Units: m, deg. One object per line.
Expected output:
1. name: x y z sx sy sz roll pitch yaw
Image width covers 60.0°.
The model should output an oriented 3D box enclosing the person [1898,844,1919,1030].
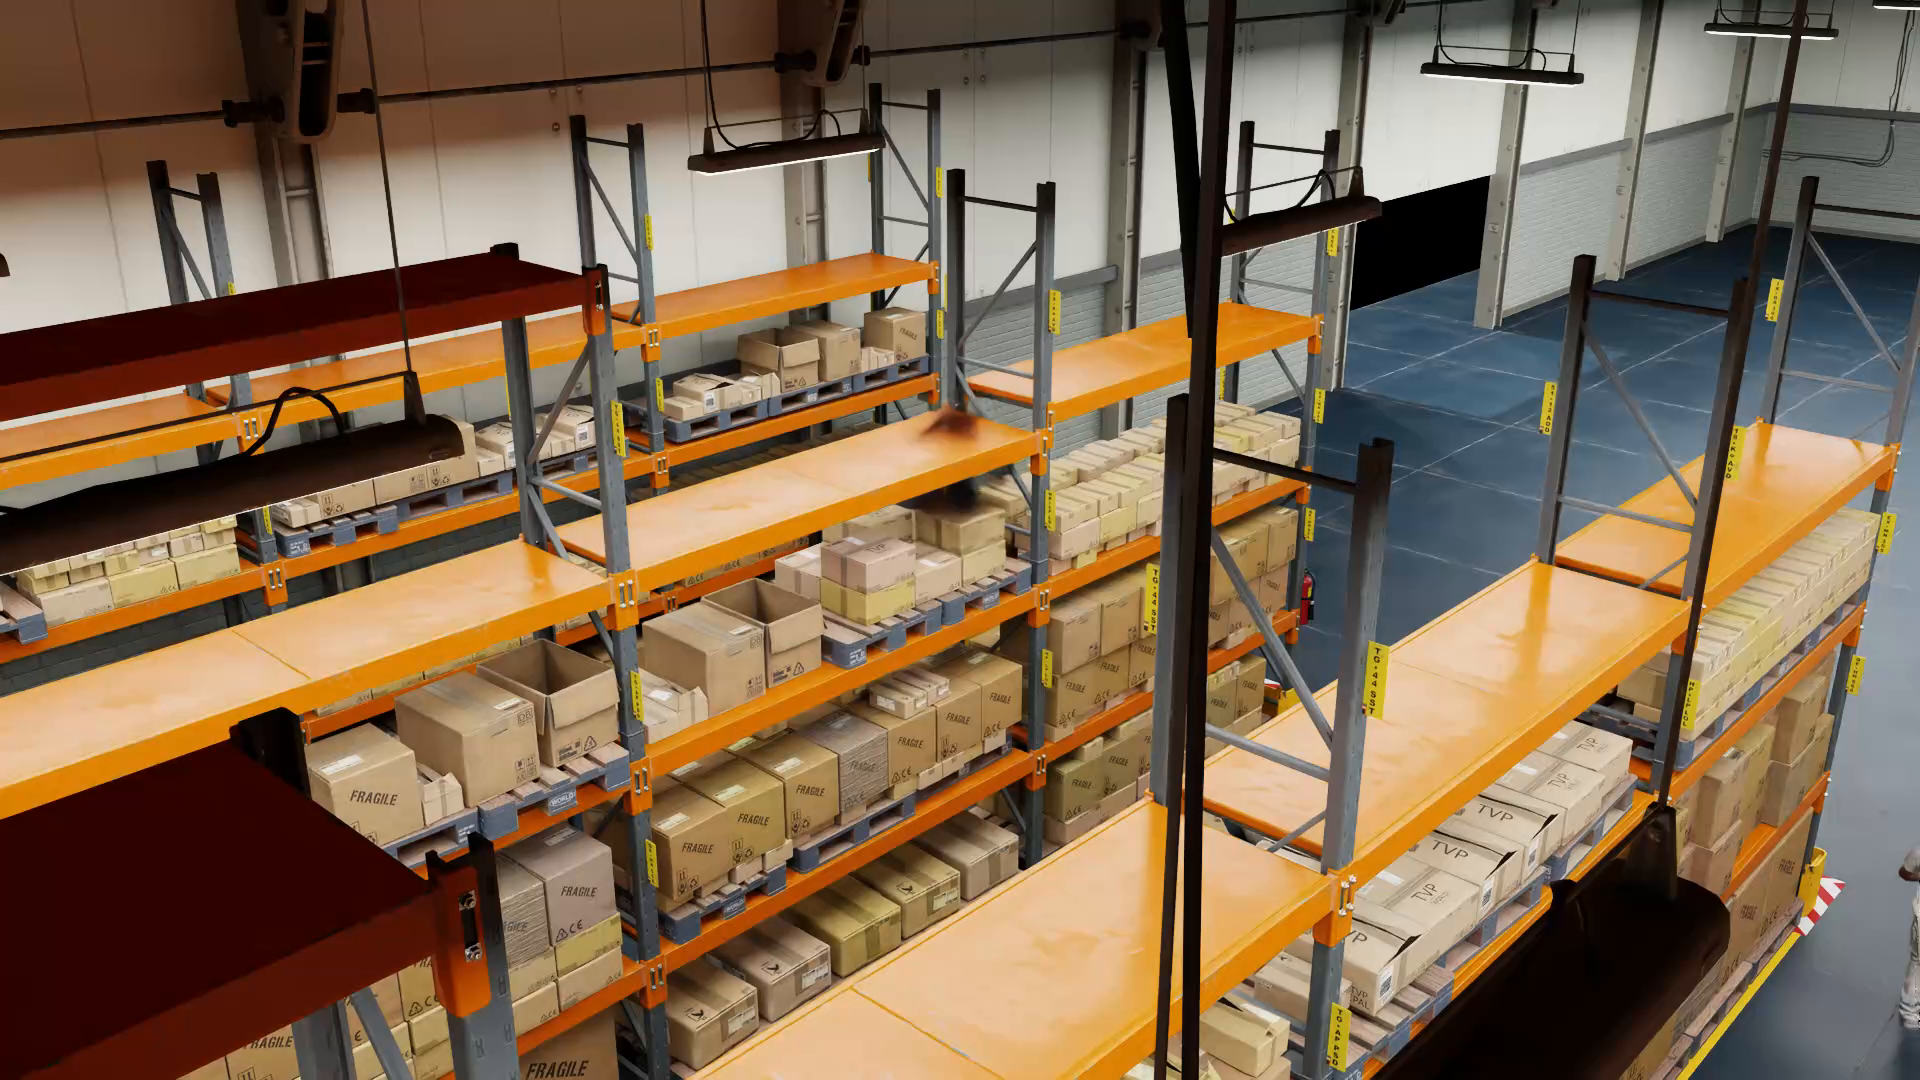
1. person: 7.292 2.807 12.313 0.712 1.796 0.935 14 25 32
